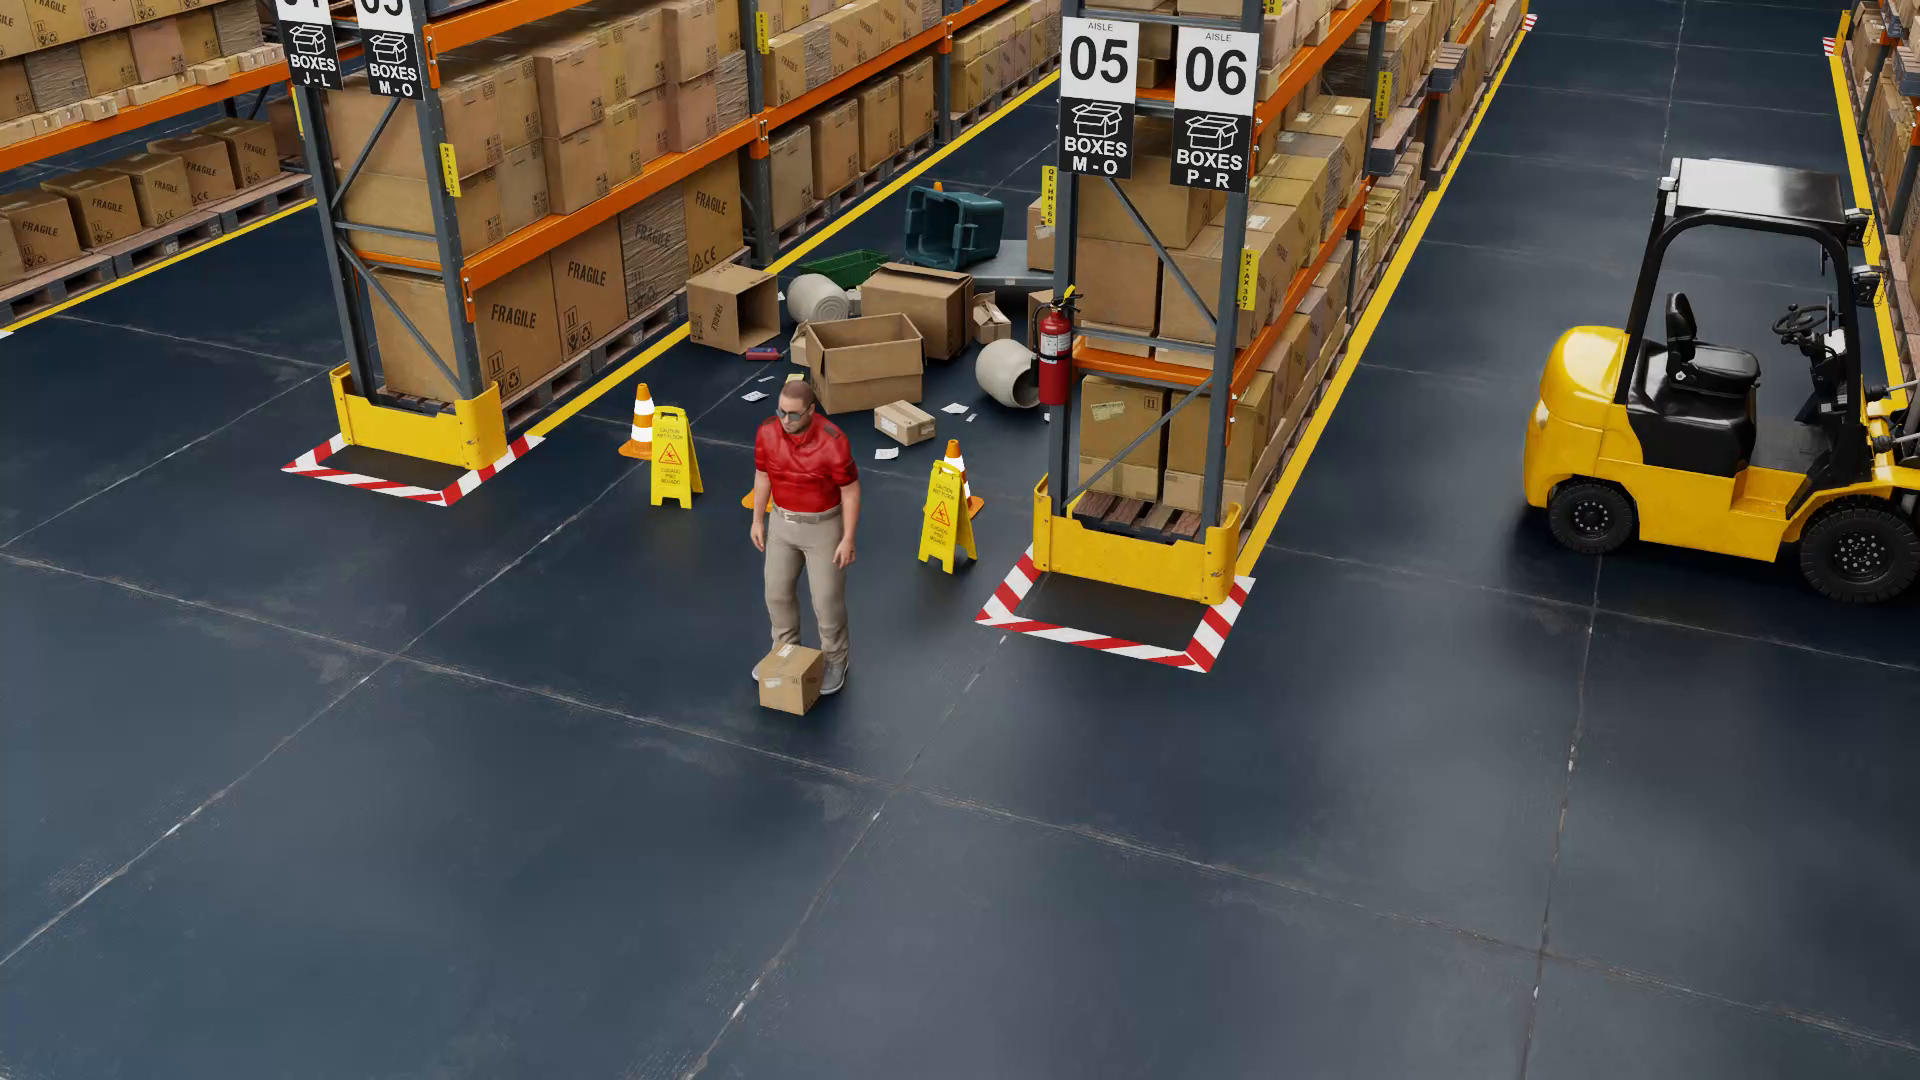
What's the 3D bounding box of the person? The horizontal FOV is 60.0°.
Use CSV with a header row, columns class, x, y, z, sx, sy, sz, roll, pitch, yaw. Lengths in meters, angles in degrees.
class,x,y,z,sx,sy,sz,roll,pitch,yaw
person,-0.789,-0.042,8.486,0.585,1.727,0.390,11,31,19
